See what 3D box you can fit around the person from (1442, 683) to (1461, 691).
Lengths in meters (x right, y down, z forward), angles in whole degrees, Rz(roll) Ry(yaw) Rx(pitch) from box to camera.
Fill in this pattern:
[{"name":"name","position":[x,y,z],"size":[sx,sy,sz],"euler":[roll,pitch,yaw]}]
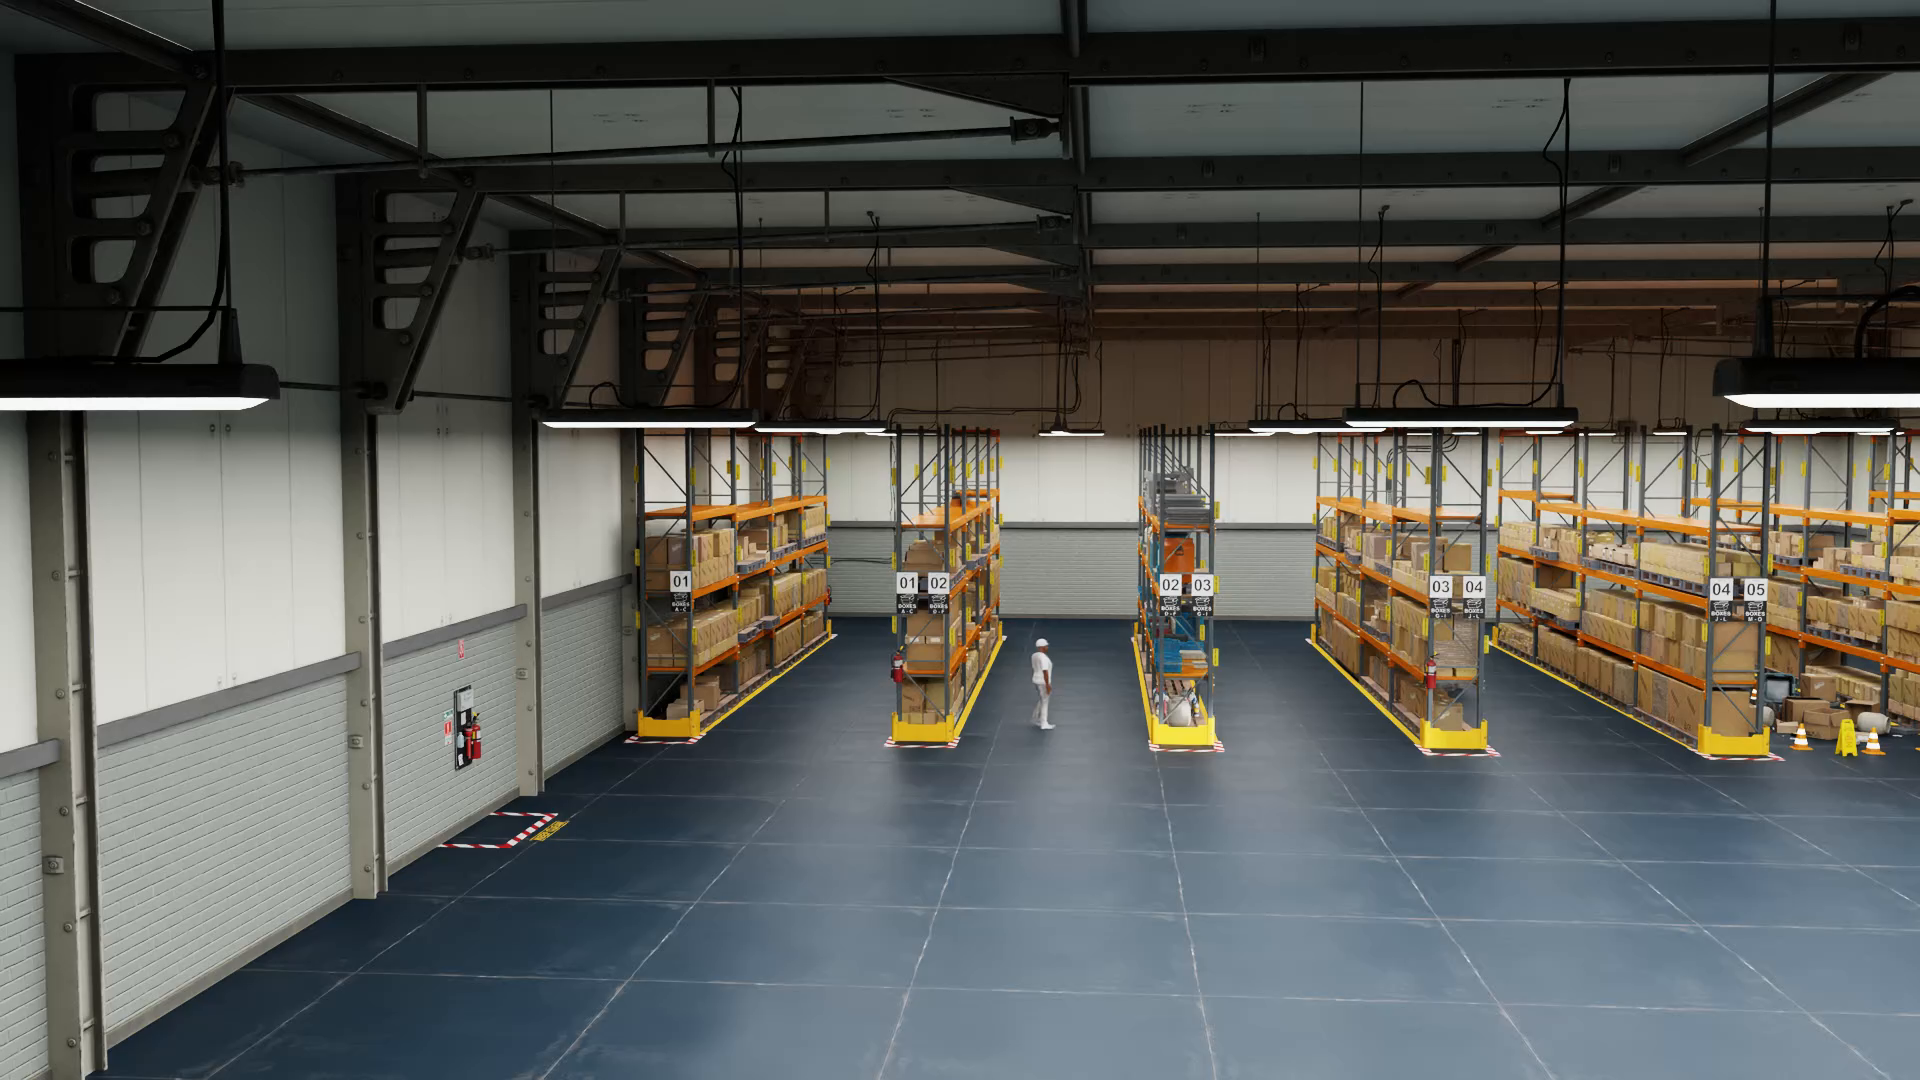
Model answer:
[{"name":"person","position":[11.242,2.565,37.814],"size":[0.484,1.722,0.615],"euler":[1,4,21]}]

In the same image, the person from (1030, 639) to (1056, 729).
[{"name":"person","position":[1.660,2.845,32.881],"size":[0.400,1.780,0.626],"euler":[-1,4,-19]}]
